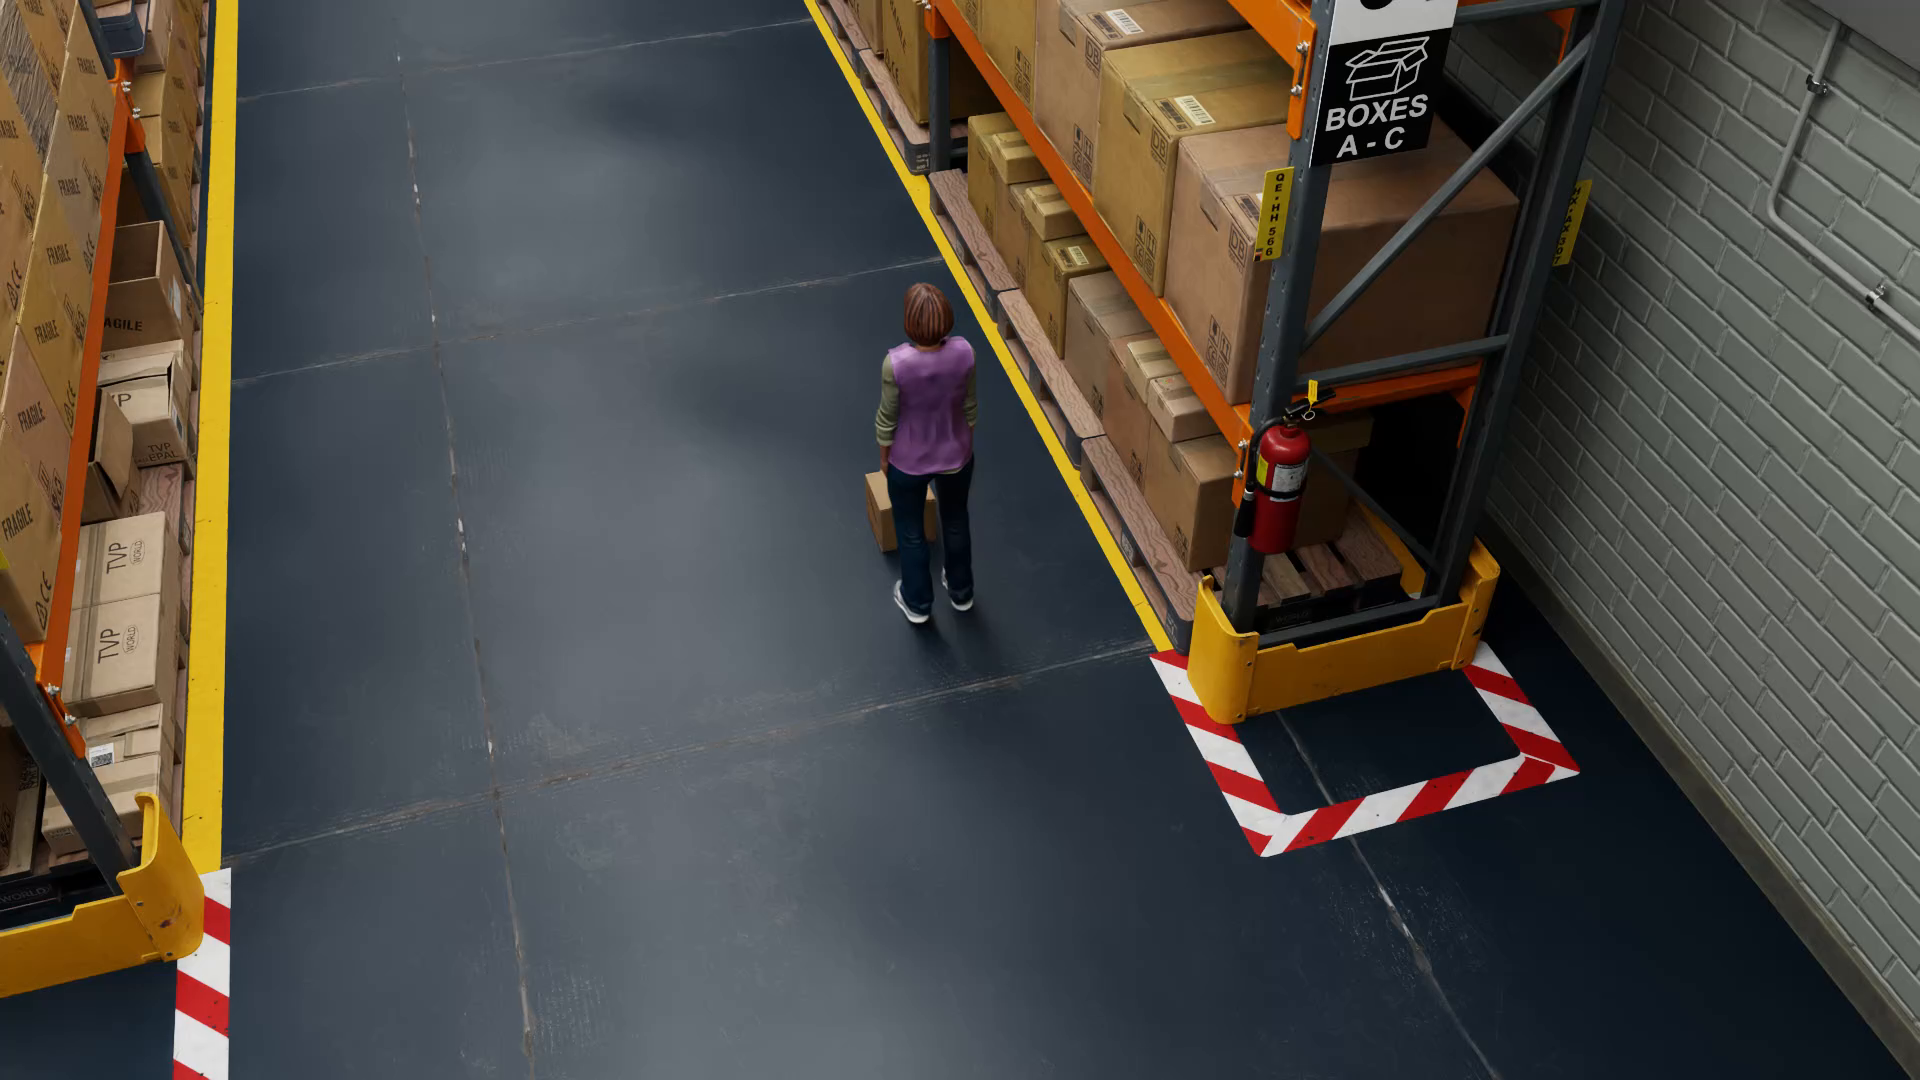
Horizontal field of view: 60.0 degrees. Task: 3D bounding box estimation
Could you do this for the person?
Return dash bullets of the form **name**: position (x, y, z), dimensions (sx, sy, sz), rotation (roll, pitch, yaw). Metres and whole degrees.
- **person**: position (-0.131, -0.328, 6.529), dimensions (0.405, 1.602, 0.300), rotation (-11, 44, -12)
